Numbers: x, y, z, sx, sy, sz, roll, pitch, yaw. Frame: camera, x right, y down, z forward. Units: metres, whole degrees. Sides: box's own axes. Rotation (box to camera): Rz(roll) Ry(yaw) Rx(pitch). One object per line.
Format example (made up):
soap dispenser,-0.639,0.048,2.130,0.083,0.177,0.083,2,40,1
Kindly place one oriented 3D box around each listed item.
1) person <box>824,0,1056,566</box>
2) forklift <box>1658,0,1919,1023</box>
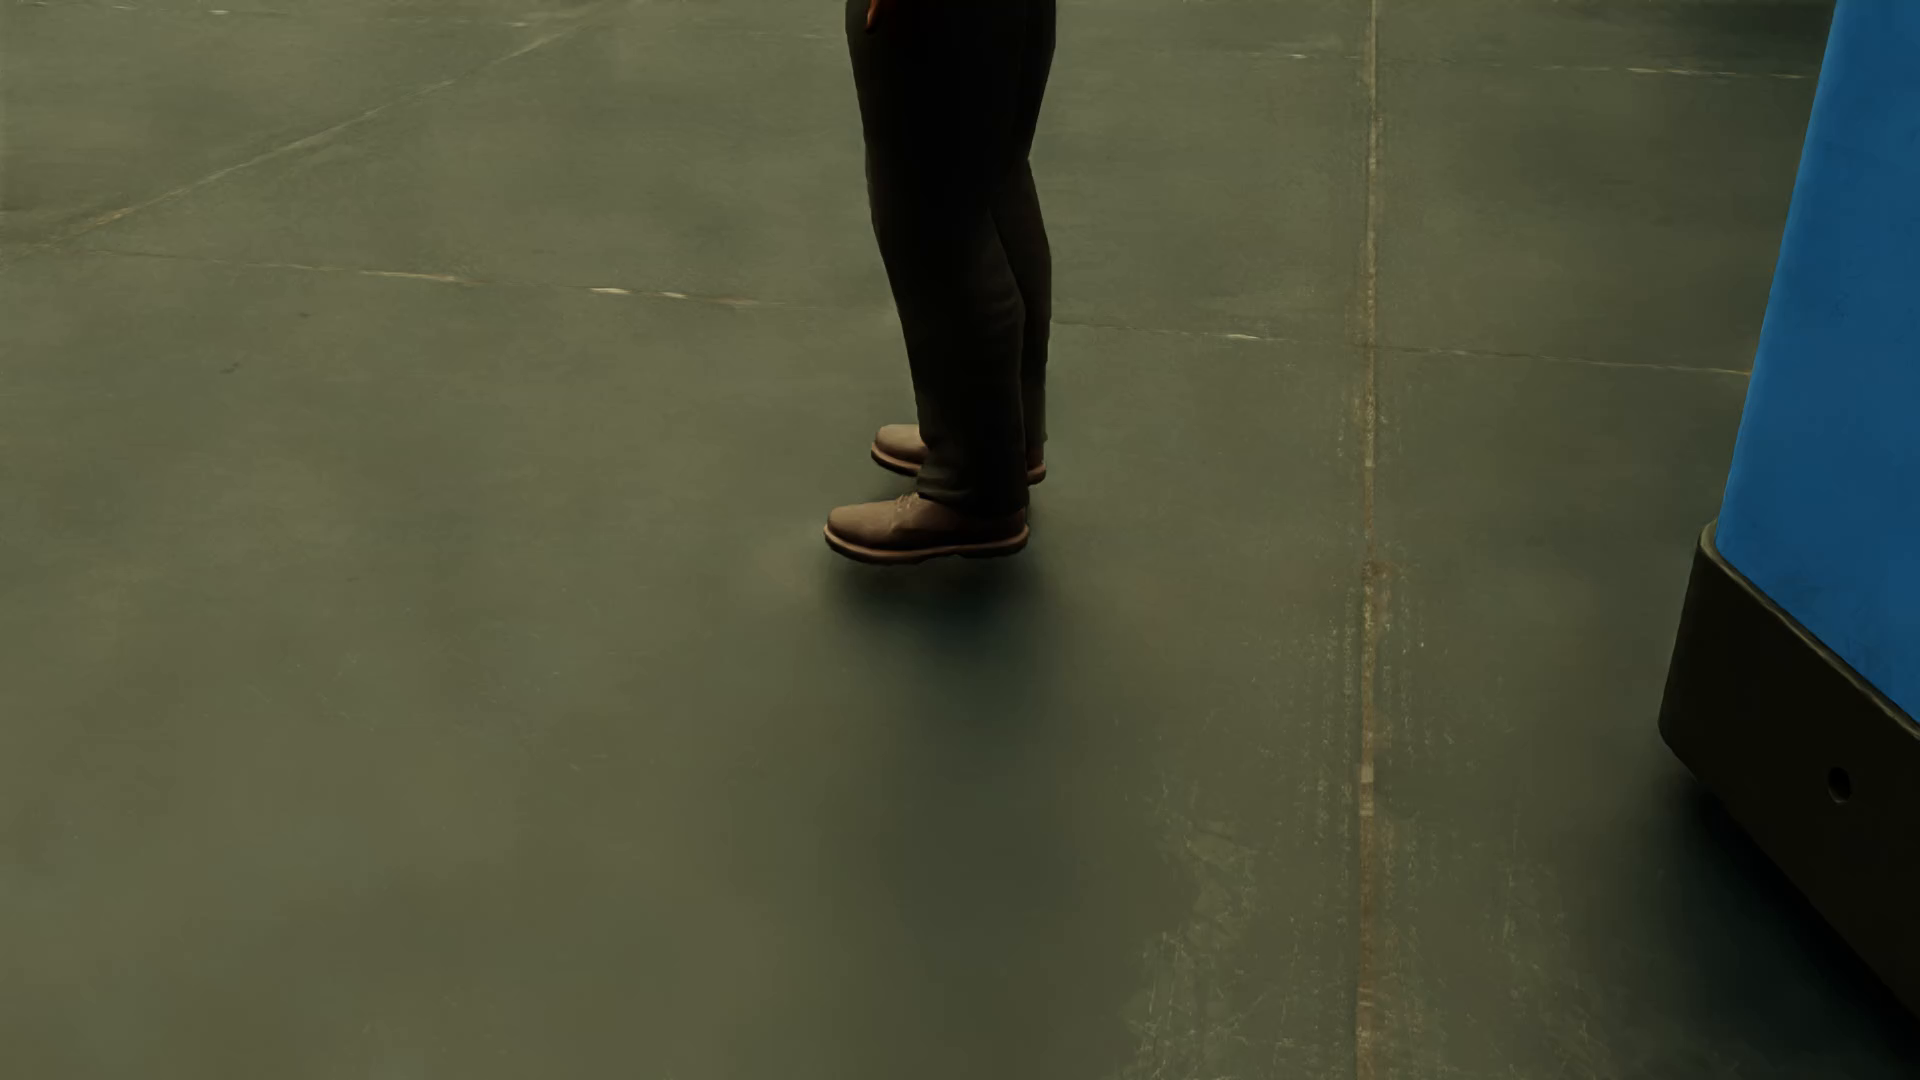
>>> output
person,-0.022,-0.780,2.120,0.320,1.662,0.446,6,27,11
forklift,2.355,-0.910,1.050,3.031,2.935,1.130,-3,27,-7
